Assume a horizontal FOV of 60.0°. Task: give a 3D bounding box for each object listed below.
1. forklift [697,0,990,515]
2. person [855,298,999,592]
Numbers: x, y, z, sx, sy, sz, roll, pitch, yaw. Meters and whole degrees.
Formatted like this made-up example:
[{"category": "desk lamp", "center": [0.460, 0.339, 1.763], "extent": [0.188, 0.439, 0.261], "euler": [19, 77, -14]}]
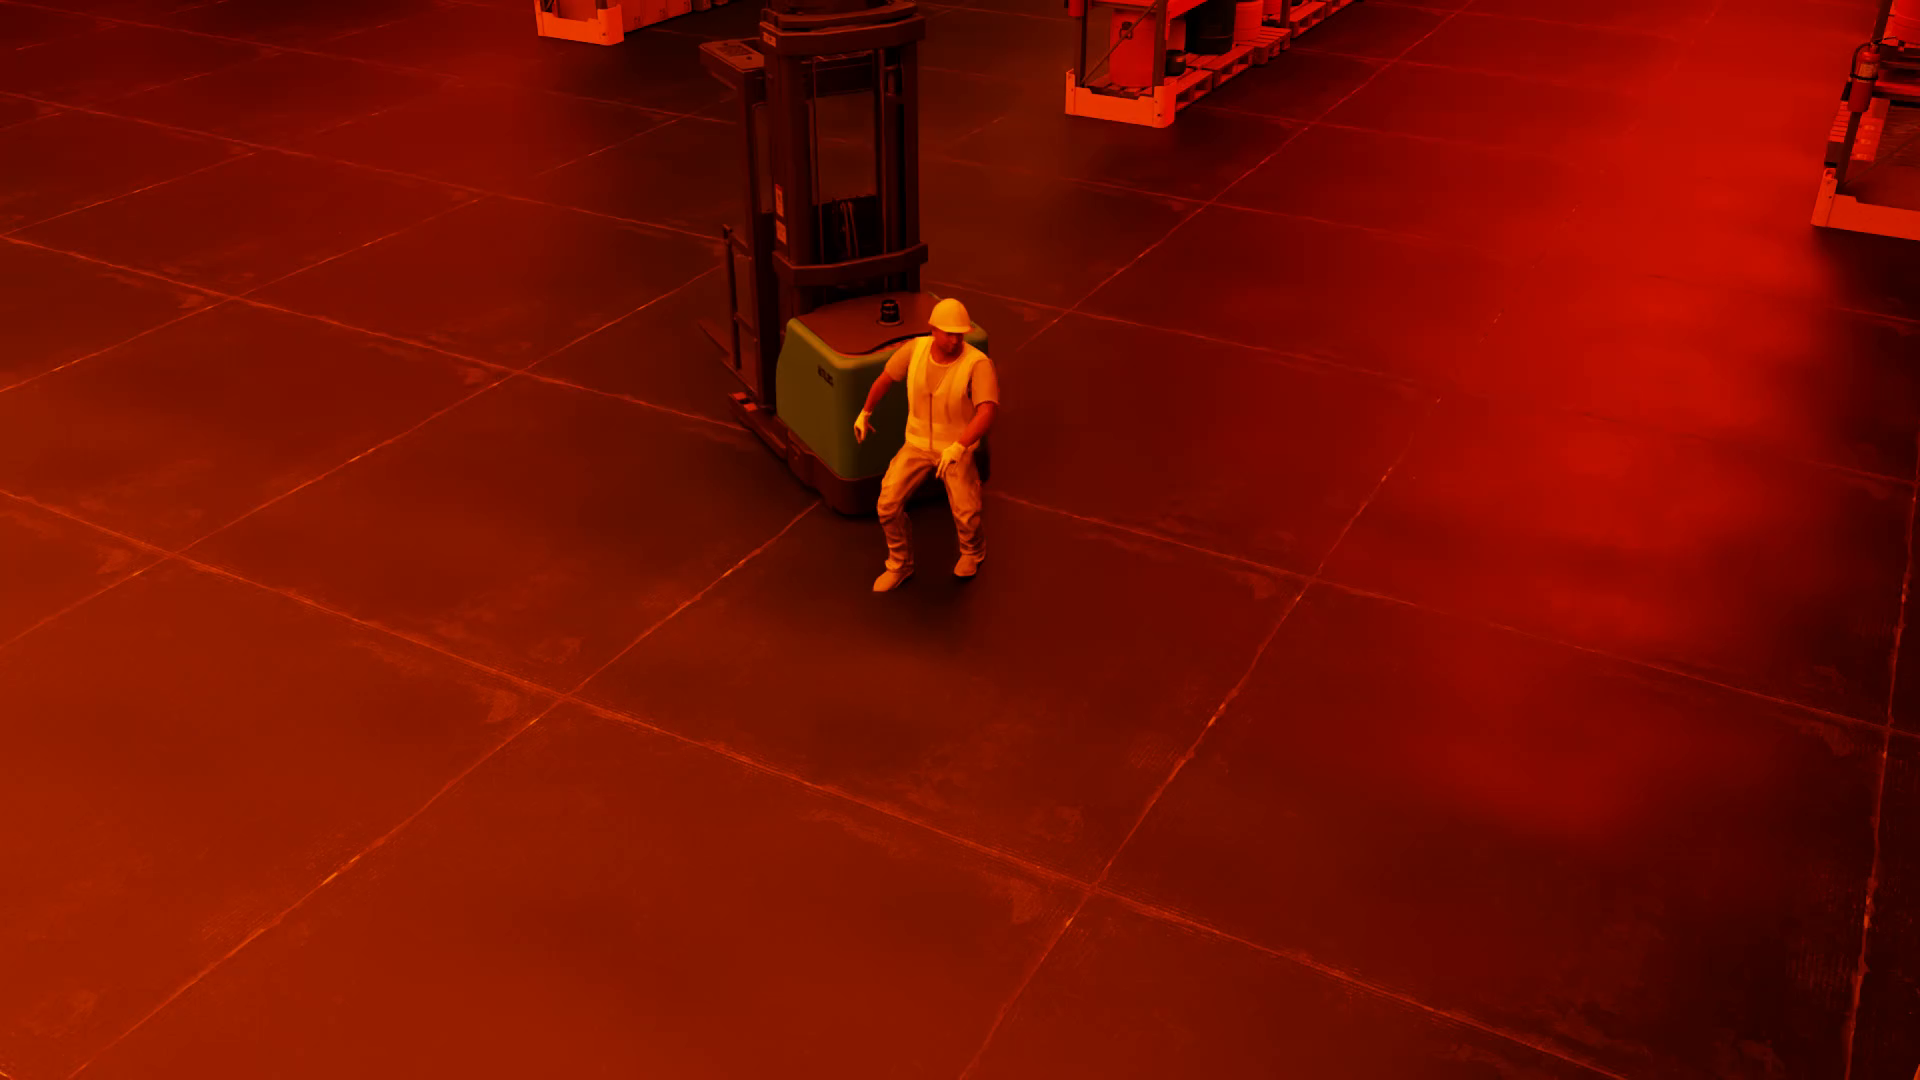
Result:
[{"category": "forklift", "center": [-0.951, -2.131, 10.763], "extent": [1.130, 2.935, 3.031], "euler": [-15, 33, -24]}, {"category": "person", "center": [-0.221, -0.508, 9.252], "extent": [0.902, 1.703, 0.638], "euler": [11, 32, 18]}]
